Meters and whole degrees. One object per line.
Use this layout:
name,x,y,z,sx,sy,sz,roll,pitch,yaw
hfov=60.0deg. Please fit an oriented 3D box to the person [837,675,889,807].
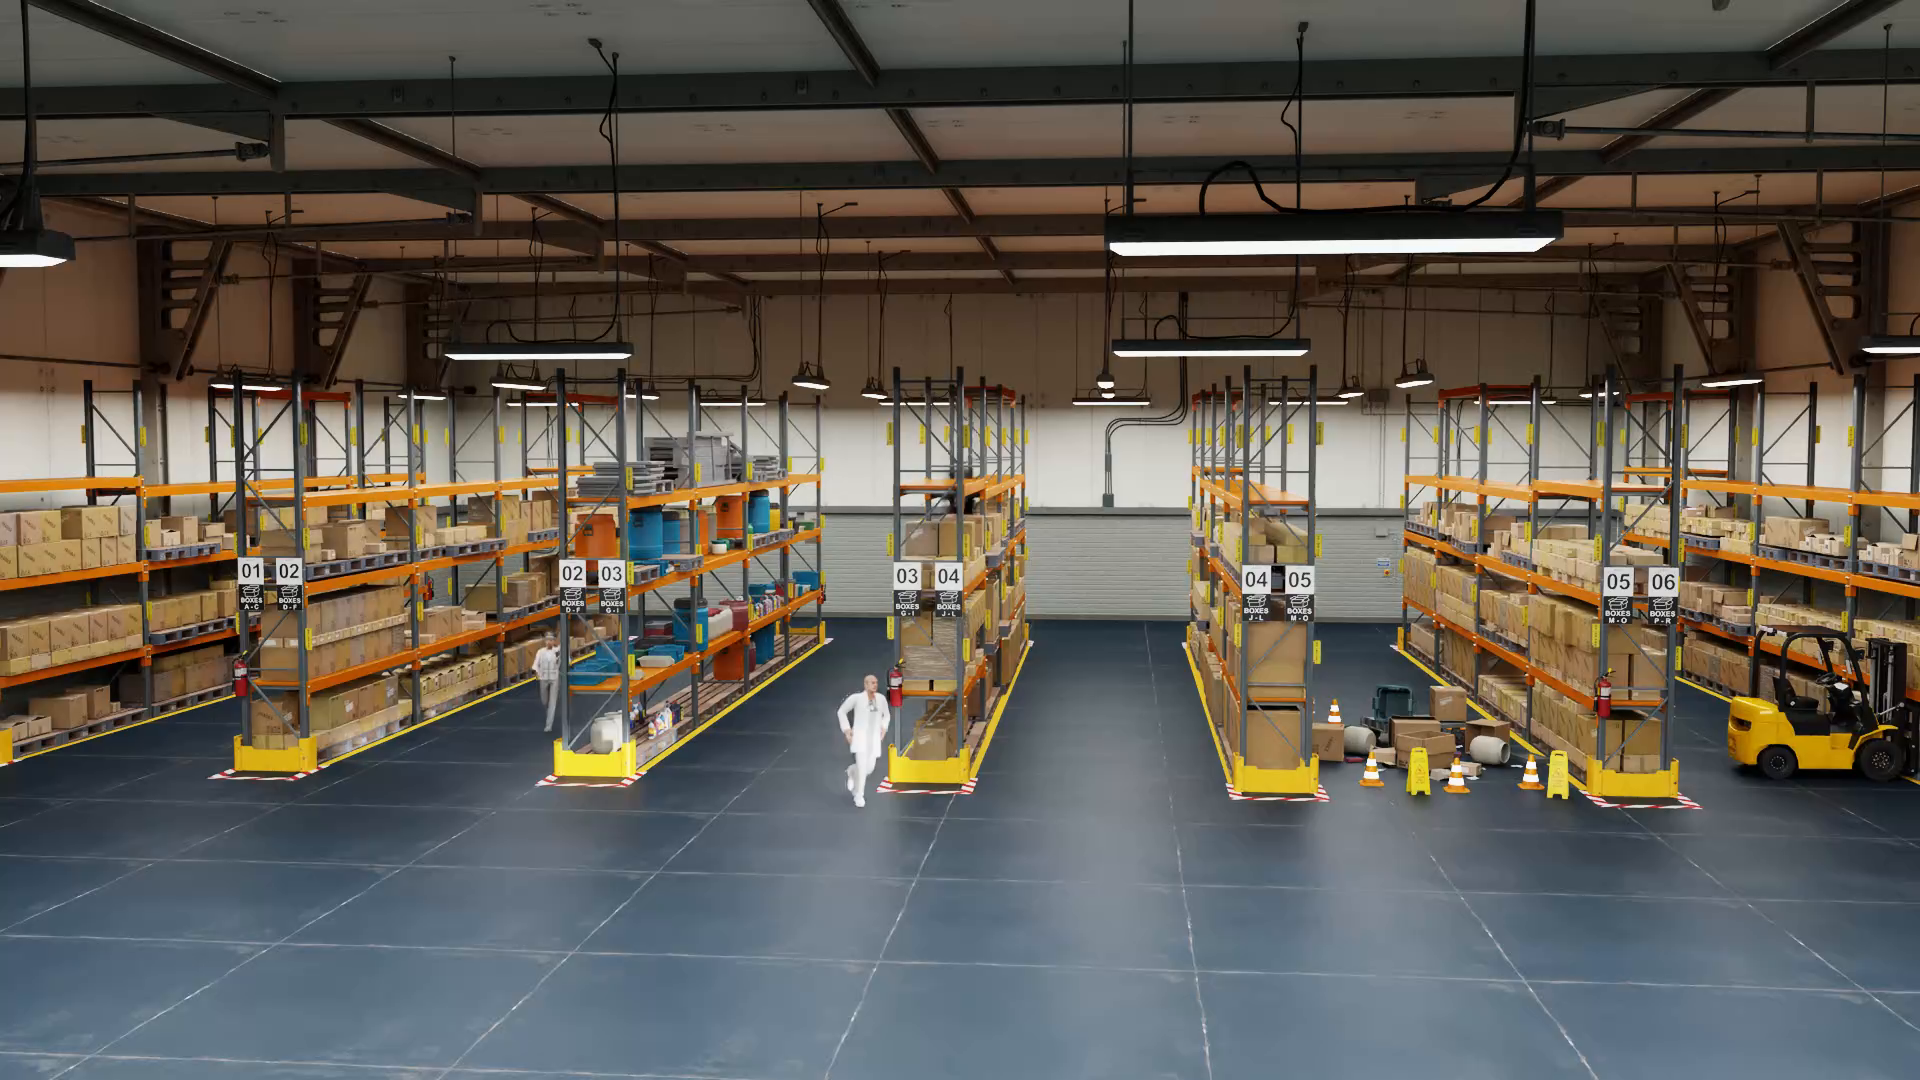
person,-1.307,2.731,22.912,0.763,1.741,0.795,-2,4,-28

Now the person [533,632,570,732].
person,-6.978,2.390,28.372,0.618,1.669,0.890,0,4,-6
